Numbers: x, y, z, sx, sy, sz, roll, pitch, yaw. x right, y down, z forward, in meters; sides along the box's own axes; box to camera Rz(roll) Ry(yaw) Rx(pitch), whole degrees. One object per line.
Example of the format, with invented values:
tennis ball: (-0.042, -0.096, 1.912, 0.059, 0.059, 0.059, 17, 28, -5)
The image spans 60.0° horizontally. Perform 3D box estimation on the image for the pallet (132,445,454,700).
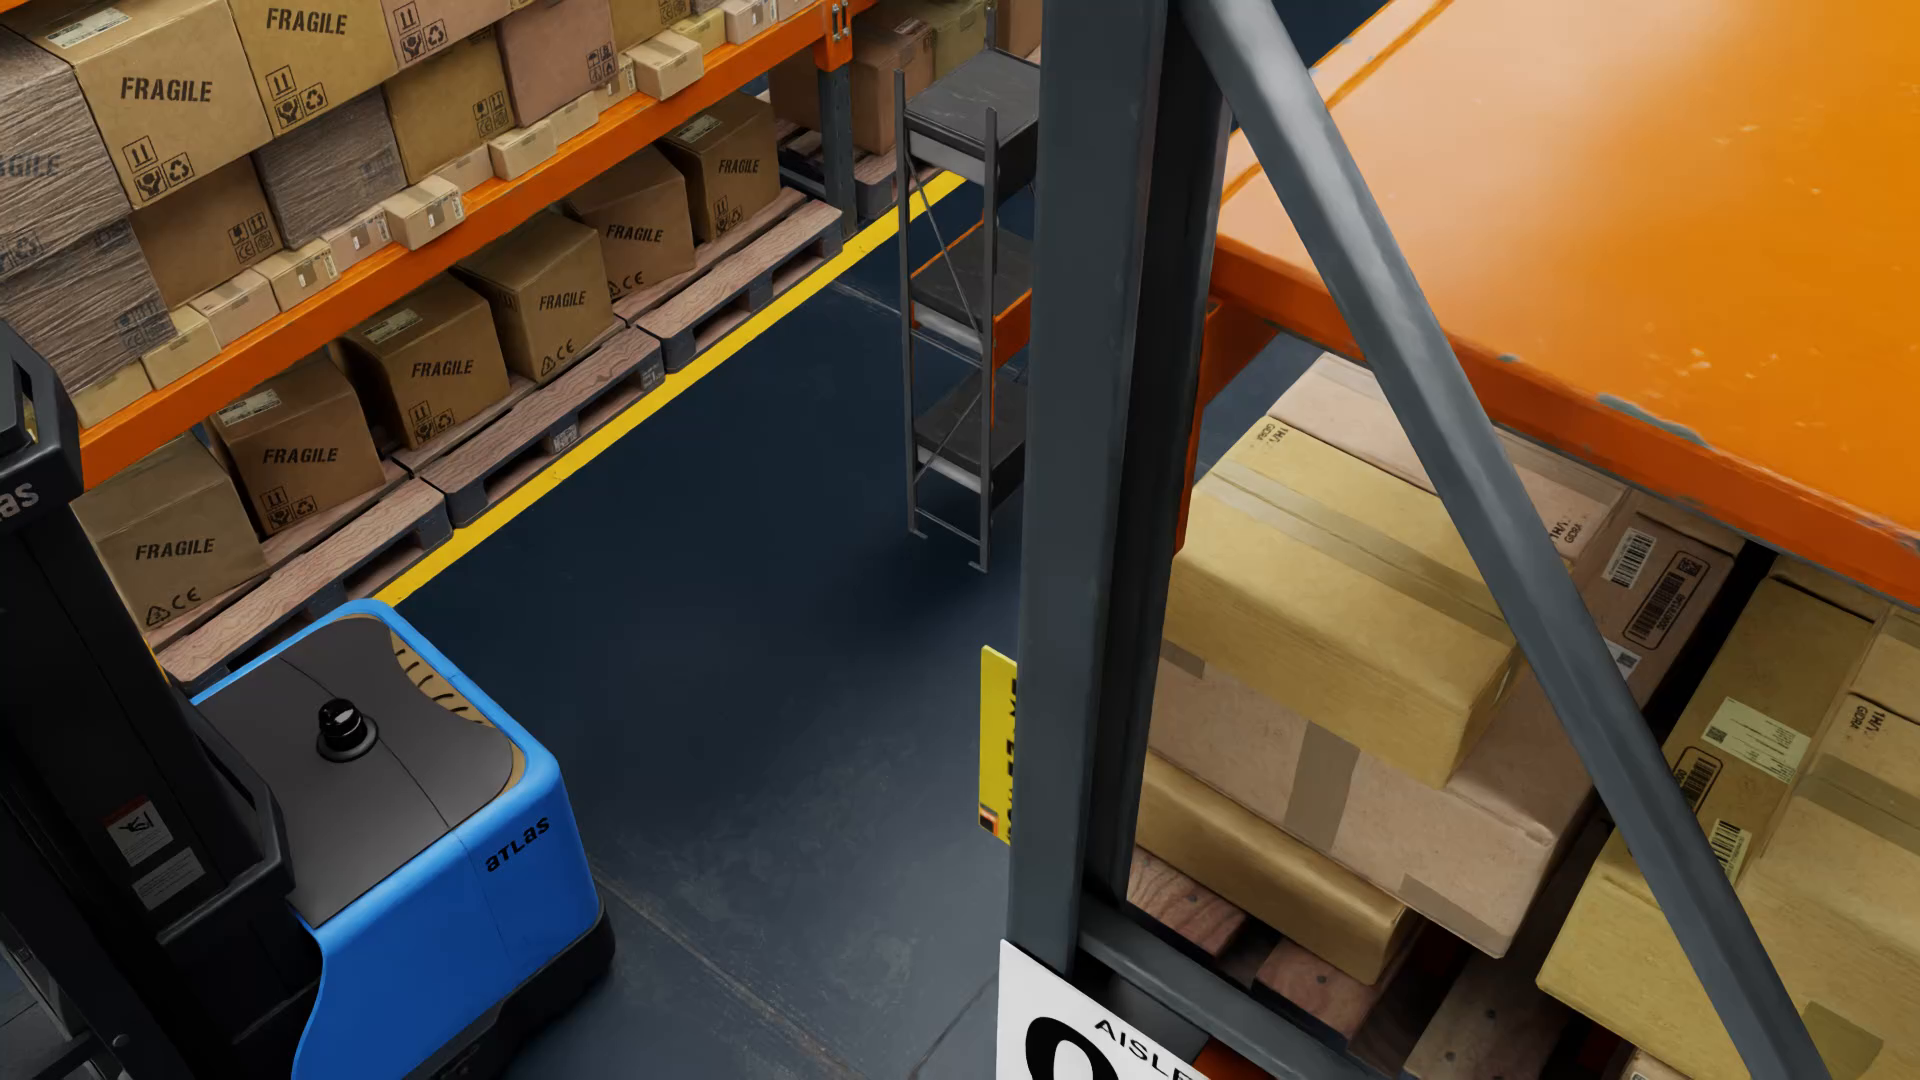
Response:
pallet: (-2.808, 0.025, 6.580, 1.003, 0.211, 1.213, 29, 53, 25)

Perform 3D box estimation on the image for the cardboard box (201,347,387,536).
cardboard box: (-2.646, -0.434, 6.529, 0.500, 0.500, 0.500, -29, 53, -25)

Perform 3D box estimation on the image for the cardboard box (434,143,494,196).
cardboard box: (-1.975, -1.433, 6.219, 0.380, 0.149, 0.250, 29, 53, 25)

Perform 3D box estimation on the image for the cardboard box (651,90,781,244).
cardboard box: (-1.210, -1.805, 7.838, 0.500, 0.500, 0.500, 28, 52, 24)

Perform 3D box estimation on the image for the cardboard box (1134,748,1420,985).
cardboard box: (0.419, 0.336, 2.094, 0.380, 0.149, 0.250, 29, 53, 25)

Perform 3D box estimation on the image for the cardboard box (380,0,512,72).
cardboard box: (-1.911, -1.981, 5.601, 0.500, 0.500, 0.500, 29, 53, 25)

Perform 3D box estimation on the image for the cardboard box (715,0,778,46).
cardboard box: (-0.993, -2.256, 7.004, 0.380, 0.149, 0.250, 29, 53, 25)

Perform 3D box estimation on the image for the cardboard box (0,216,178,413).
cardboard box: (-3.021, -0.885, 5.246, 0.875, 0.500, 0.500, 29, 53, 25)

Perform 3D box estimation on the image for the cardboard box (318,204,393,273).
cardboard box: (-2.257, -1.134, 5.933, 0.380, 0.149, 0.250, 29, 53, 25)

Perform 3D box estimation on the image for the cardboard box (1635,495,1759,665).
cardboard box: (0.869, -0.151, 2.284, 0.500, 0.250, 0.500, 29, 53, 25)

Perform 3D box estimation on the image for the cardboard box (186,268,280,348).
cardboard box: (-2.547, -0.840, 5.651, 0.380, 0.149, 0.250, 29, 53, 25)

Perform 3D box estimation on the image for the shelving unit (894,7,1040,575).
shelving unit: (0.101, -0.820, 6.081, 0.431, 2.100, 0.503, 29, 53, 25)

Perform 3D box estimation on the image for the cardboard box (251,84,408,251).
cardboard box: (-2.471, -1.491, 5.825, 0.875, 0.500, 0.500, 29, 53, 25)

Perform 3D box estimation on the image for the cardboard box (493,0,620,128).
cardboard box: (-1.817, -2.040, 6.350, 0.875, 0.500, 0.500, 29, 53, 25)

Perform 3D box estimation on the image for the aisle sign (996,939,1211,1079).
aisle sign: (0.203, 0.815, 2.099, 0.394, 0.787, 0.004, 29, 53, 25)

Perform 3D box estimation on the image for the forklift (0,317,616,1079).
forklift: (-2.493, 0.896, 3.867, 1.130, 2.935, 3.031, 34, 55, 28)

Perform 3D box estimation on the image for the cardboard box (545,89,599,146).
cardboard box: (-1.636, -1.701, 6.474, 0.380, 0.149, 0.250, 29, 53, 25)

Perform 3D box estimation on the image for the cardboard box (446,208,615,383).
cardboard box: (-1.872, -1.084, 7.149, 0.500, 0.500, 0.500, 25, 51, 22)

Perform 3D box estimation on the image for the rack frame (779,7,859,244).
rack frame: (-0.934, -2.734, 7.287, 1.000, 3.000, 0.127, 29, 53, 25)

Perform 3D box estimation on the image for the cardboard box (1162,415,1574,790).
cardboard box: (0.421, 0.058, 1.808, 0.380, 0.149, 0.250, 30, 53, 25)

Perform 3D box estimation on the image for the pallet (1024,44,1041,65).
pallet: (0.287, -2.918, 9.392, 1.003, 0.211, 1.213, 29, 53, 25)

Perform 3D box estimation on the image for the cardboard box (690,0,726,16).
cardboard box: (-1.258, -2.641, 6.924, 0.875, 0.500, 0.500, 29, 53, 25)

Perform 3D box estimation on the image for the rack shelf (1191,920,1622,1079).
rack shelf: (1.707, -0.127, 3.220, 1.077, 0.370, 4.000, 29, 53, 25)

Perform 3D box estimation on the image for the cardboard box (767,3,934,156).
cardboard box: (-0.541, -2.365, 8.359, 0.700, 0.500, 0.500, 25, 51, 22)

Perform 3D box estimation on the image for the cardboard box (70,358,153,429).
cardboard box: (-2.848, -0.551, 5.376, 0.380, 0.149, 0.250, 29, 53, 25)

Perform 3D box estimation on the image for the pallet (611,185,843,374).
pallet: (-1.316, -1.371, 7.914, 1.003, 0.211, 1.213, 29, 53, 25)

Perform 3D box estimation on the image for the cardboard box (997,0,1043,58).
cardboard box: (0.107, -2.949, 8.918, 0.700, 0.500, 0.500, 25, 51, 22)

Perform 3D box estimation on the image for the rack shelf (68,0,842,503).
rack shelf: (-2.157, -1.341, 6.454, 1.077, 0.370, 4.000, 29, 53, 25)

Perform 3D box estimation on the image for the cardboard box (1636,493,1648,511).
cardboard box: (0.732, -0.231, 2.084, 0.380, 0.149, 0.250, 30, 53, 26)

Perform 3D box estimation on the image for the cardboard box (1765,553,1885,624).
cardboard box: (1.291, 0.085, 2.059, 0.500, 0.250, 0.500, 29, 53, 25)

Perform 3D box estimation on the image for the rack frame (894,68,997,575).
rack frame: (-0.048, -0.680, 5.948, 0.400, 2.100, 0.015, 29, 53, 25)

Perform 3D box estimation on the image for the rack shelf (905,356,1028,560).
rack shelf: (0.101, -0.327, 6.597, 0.431, 0.518, 0.480, 29, 53, 25)

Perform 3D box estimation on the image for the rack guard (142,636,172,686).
rack guard: (-3.333, 0.375, 6.046, 1.175, 0.500, 0.348, 29, 53, 25)

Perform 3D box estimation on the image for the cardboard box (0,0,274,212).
cardboard box: (-2.516, -1.405, 5.052, 0.500, 0.500, 0.500, 29, 53, 25)

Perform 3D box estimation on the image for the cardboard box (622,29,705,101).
cardboard box: (-1.258, -1.947, 6.709, 0.380, 0.149, 0.250, 29, 53, 25)

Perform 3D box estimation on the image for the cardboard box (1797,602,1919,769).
cardboard box: (1.094, 0.208, 1.666, 0.380, 0.149, 0.250, 29, 53, 25)
